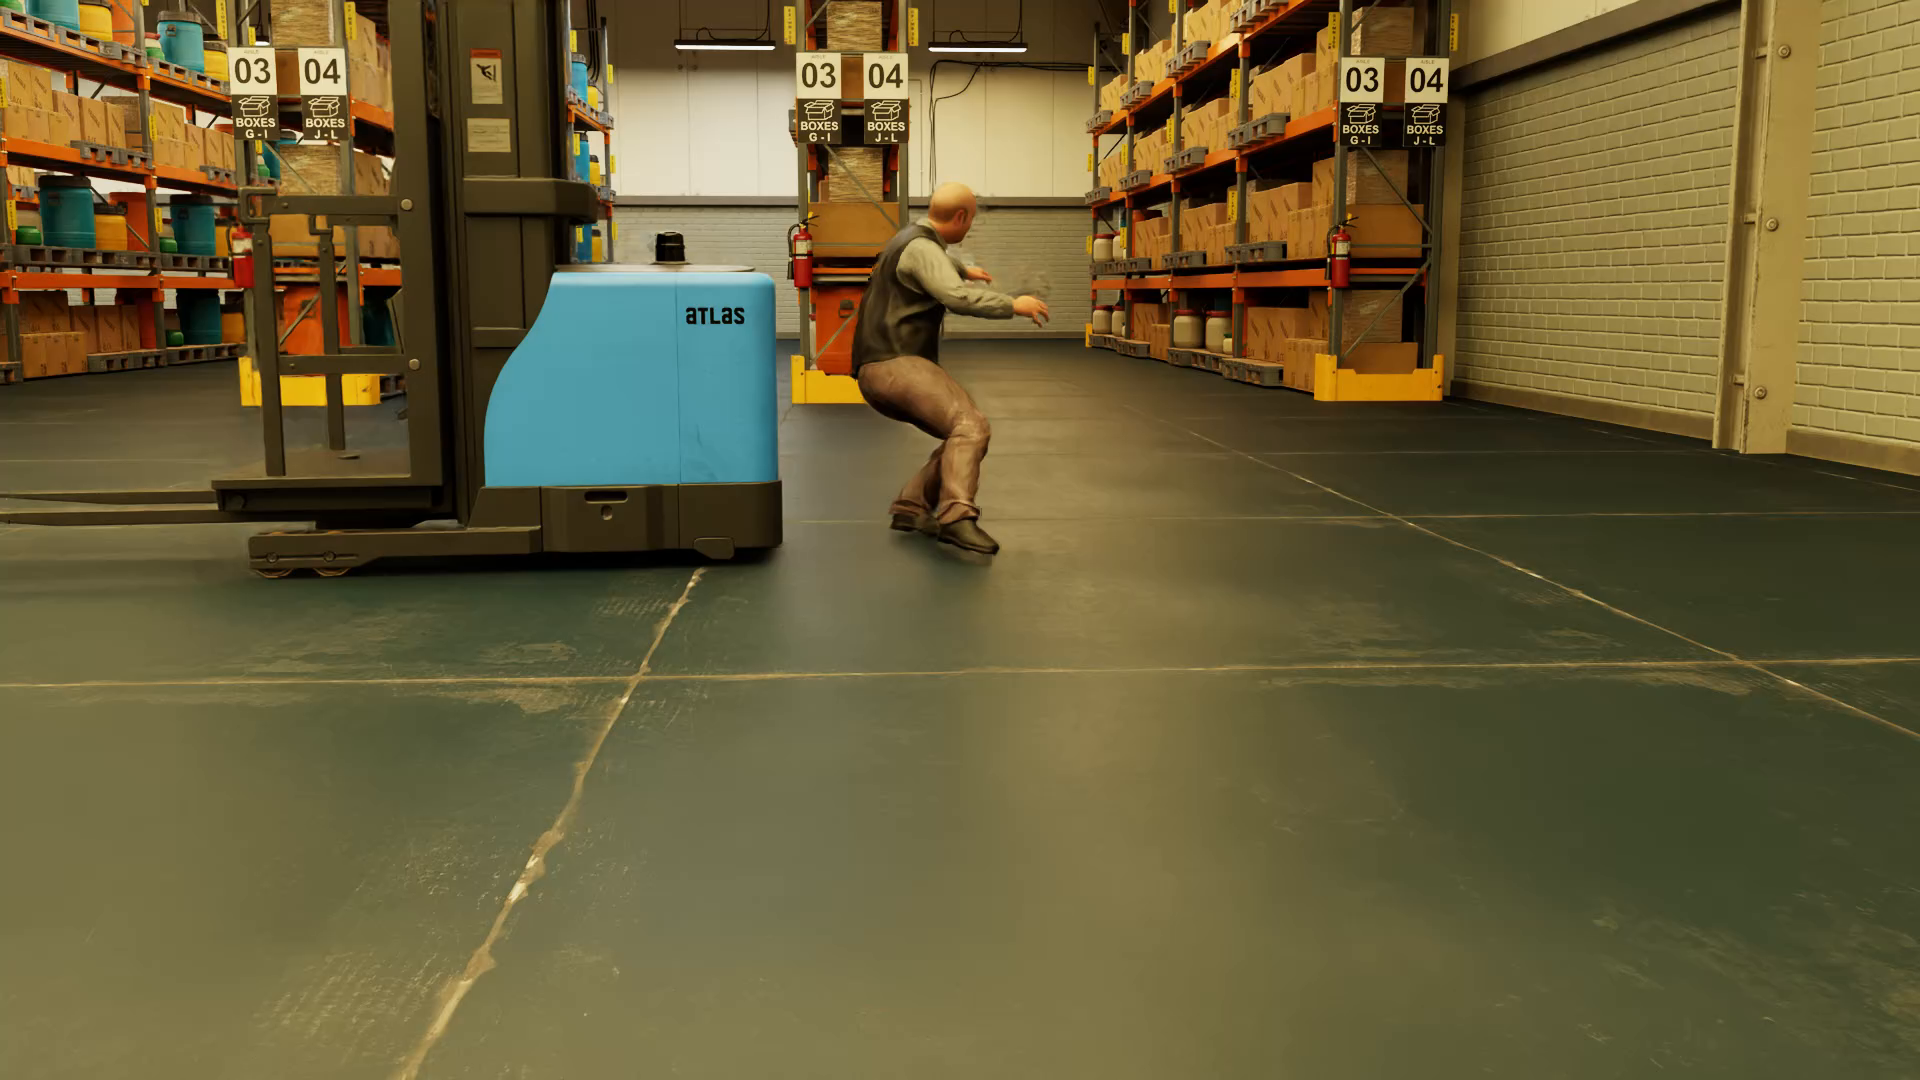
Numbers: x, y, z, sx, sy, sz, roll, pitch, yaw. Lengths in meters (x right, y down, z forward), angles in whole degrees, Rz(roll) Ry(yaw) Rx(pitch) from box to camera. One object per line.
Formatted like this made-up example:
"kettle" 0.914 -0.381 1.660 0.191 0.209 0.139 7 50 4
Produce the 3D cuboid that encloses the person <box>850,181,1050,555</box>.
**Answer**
"person" -0.046 -0.734 6.824 0.785 1.457 1.528 -2 9 -10

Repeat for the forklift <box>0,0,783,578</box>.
"forklift" -2.227 -1.397 6.236 3.031 2.935 1.130 -1 9 -8
